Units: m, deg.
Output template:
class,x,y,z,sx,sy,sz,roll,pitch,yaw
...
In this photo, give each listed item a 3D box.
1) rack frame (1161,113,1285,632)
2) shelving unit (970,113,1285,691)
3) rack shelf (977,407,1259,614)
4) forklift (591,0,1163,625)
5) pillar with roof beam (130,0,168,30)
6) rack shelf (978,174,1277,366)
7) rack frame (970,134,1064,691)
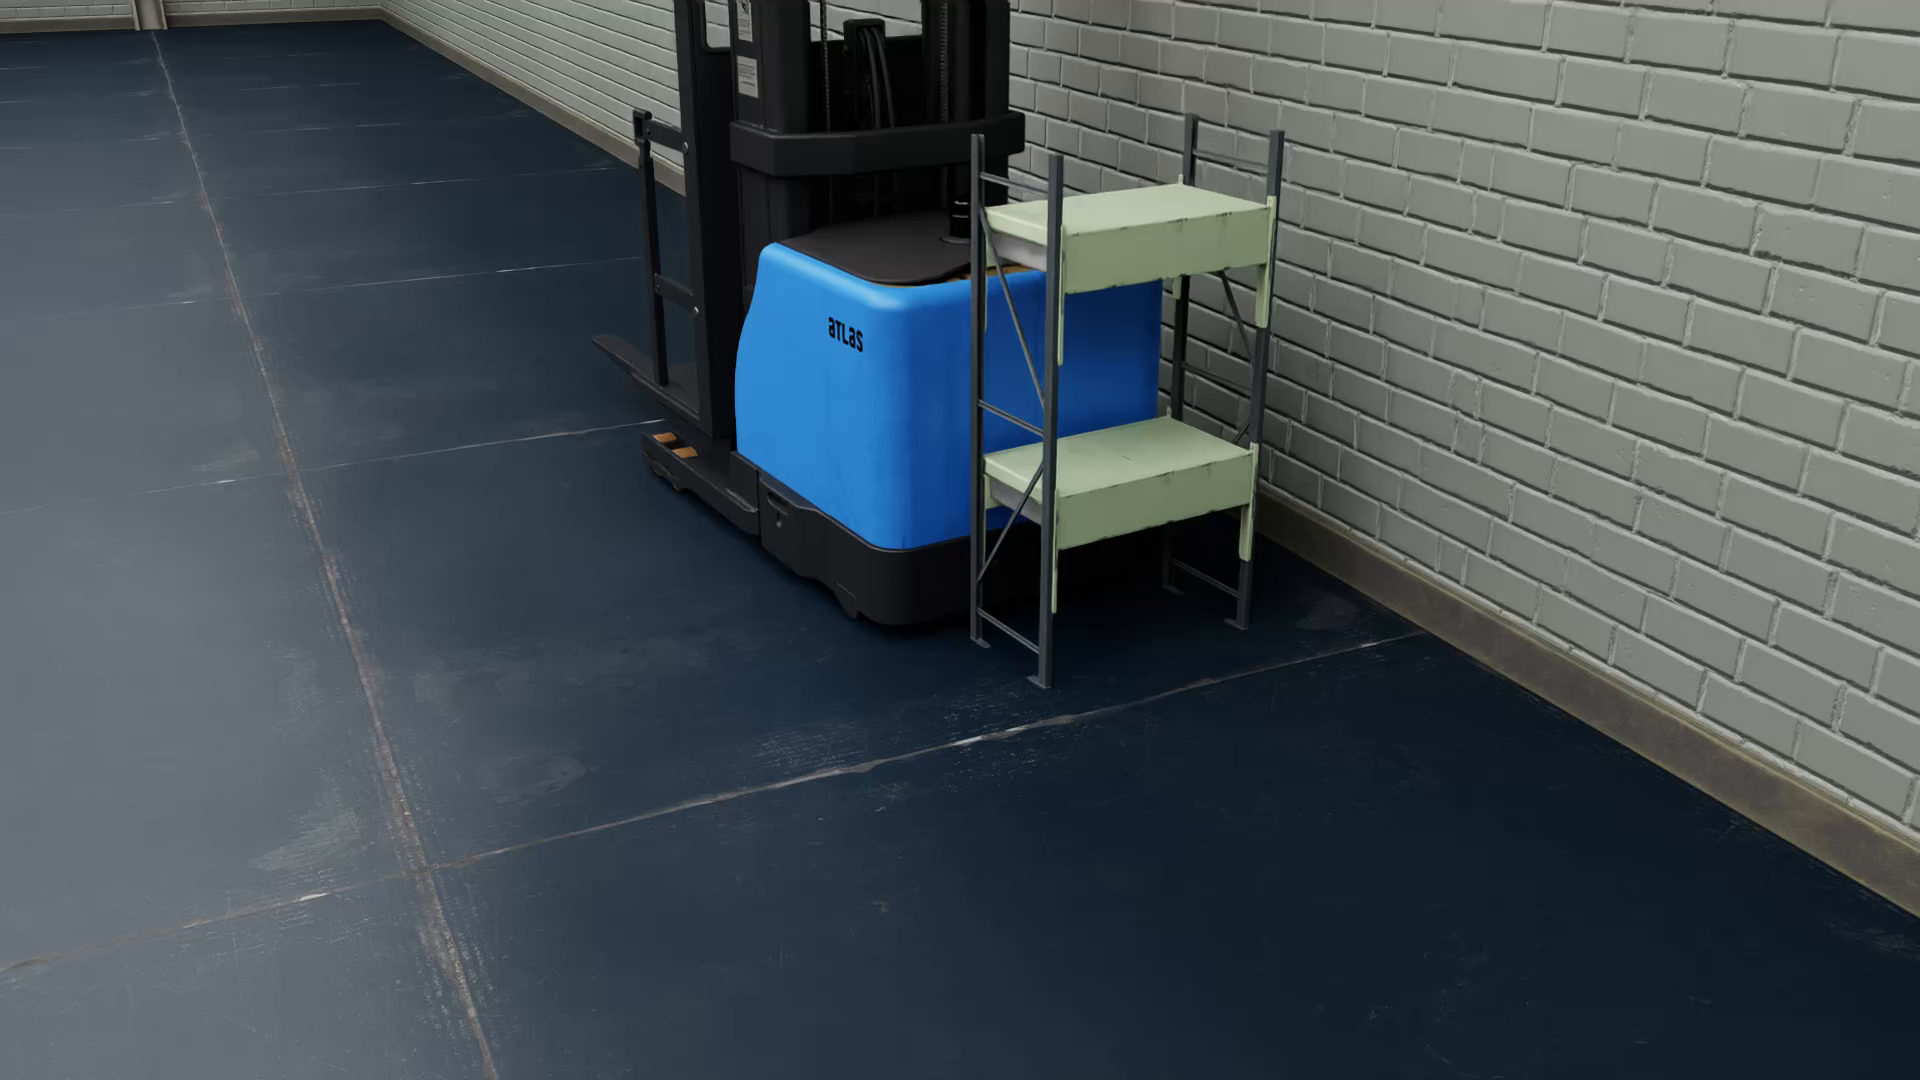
class,x,y,z,sx,sy,sz,roll,pitch,yaw
rack frame,0.766,-0.479,4.946,0.023,1.500,0.400,-13,26,-29
shelving unit,0.456,-0.405,4.767,0.755,1.500,0.431,-13,26,-29
rack shelf,0.456,-0.104,4.892,0.720,0.370,0.431,-13,26,-29
forklift,-0.555,-1.616,5.823,1.130,2.935,3.031,-13,26,-29
pillar with roof beam,-9.004,-9.549,17.053,0.400,9.000,9.100,-10,25,-24
rack shelf,0.456,-0.766,4.618,0.720,0.370,0.431,-13,26,-29
rack frame,0.145,-0.331,4.589,0.023,1.500,0.400,-13,26,-29
